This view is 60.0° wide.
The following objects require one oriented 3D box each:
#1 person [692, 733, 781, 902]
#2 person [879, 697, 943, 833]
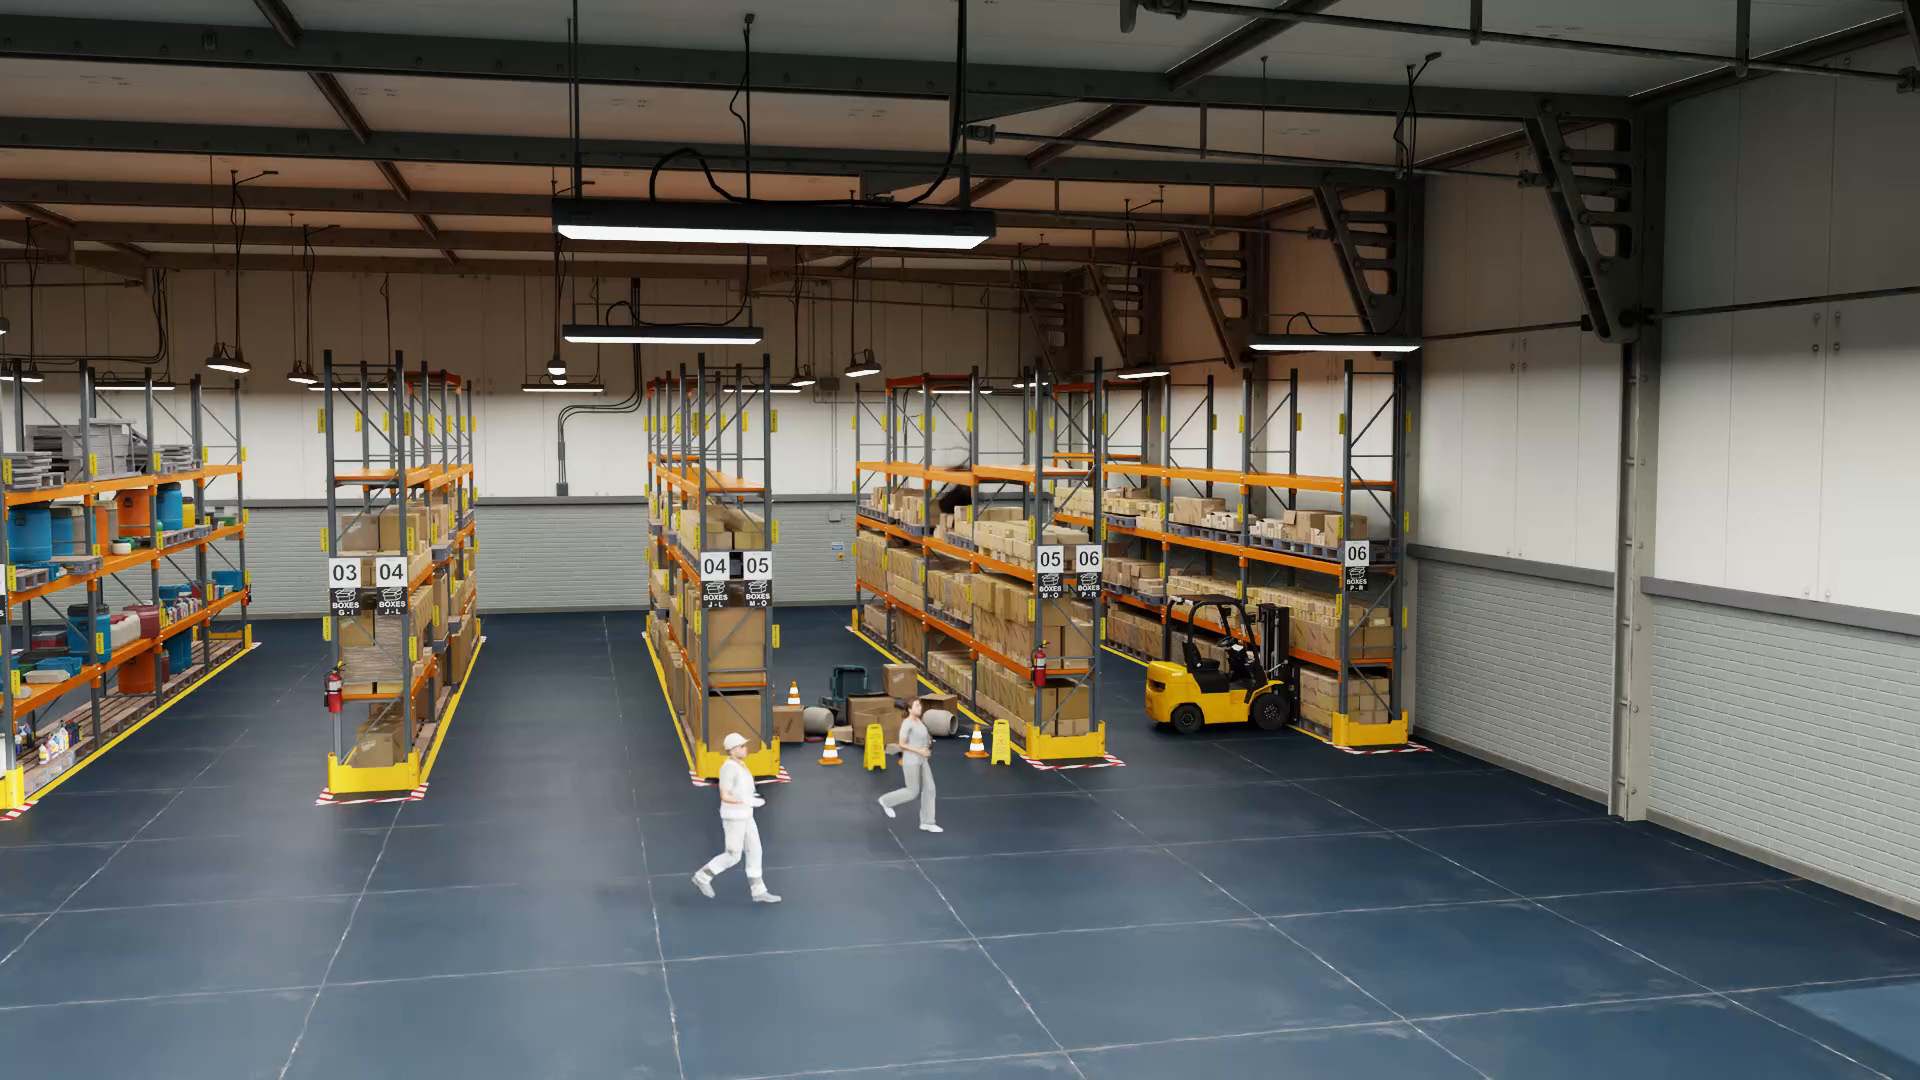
[{"bbox_3d":[-2.322,2.881,17.262,0.935,1.767,0.661,1,4,10],"label":"person"},{"bbox_3d":[-0.592,2.753,20.521,0.868,1.658,0.569,2,4,28],"label":"person"}]
